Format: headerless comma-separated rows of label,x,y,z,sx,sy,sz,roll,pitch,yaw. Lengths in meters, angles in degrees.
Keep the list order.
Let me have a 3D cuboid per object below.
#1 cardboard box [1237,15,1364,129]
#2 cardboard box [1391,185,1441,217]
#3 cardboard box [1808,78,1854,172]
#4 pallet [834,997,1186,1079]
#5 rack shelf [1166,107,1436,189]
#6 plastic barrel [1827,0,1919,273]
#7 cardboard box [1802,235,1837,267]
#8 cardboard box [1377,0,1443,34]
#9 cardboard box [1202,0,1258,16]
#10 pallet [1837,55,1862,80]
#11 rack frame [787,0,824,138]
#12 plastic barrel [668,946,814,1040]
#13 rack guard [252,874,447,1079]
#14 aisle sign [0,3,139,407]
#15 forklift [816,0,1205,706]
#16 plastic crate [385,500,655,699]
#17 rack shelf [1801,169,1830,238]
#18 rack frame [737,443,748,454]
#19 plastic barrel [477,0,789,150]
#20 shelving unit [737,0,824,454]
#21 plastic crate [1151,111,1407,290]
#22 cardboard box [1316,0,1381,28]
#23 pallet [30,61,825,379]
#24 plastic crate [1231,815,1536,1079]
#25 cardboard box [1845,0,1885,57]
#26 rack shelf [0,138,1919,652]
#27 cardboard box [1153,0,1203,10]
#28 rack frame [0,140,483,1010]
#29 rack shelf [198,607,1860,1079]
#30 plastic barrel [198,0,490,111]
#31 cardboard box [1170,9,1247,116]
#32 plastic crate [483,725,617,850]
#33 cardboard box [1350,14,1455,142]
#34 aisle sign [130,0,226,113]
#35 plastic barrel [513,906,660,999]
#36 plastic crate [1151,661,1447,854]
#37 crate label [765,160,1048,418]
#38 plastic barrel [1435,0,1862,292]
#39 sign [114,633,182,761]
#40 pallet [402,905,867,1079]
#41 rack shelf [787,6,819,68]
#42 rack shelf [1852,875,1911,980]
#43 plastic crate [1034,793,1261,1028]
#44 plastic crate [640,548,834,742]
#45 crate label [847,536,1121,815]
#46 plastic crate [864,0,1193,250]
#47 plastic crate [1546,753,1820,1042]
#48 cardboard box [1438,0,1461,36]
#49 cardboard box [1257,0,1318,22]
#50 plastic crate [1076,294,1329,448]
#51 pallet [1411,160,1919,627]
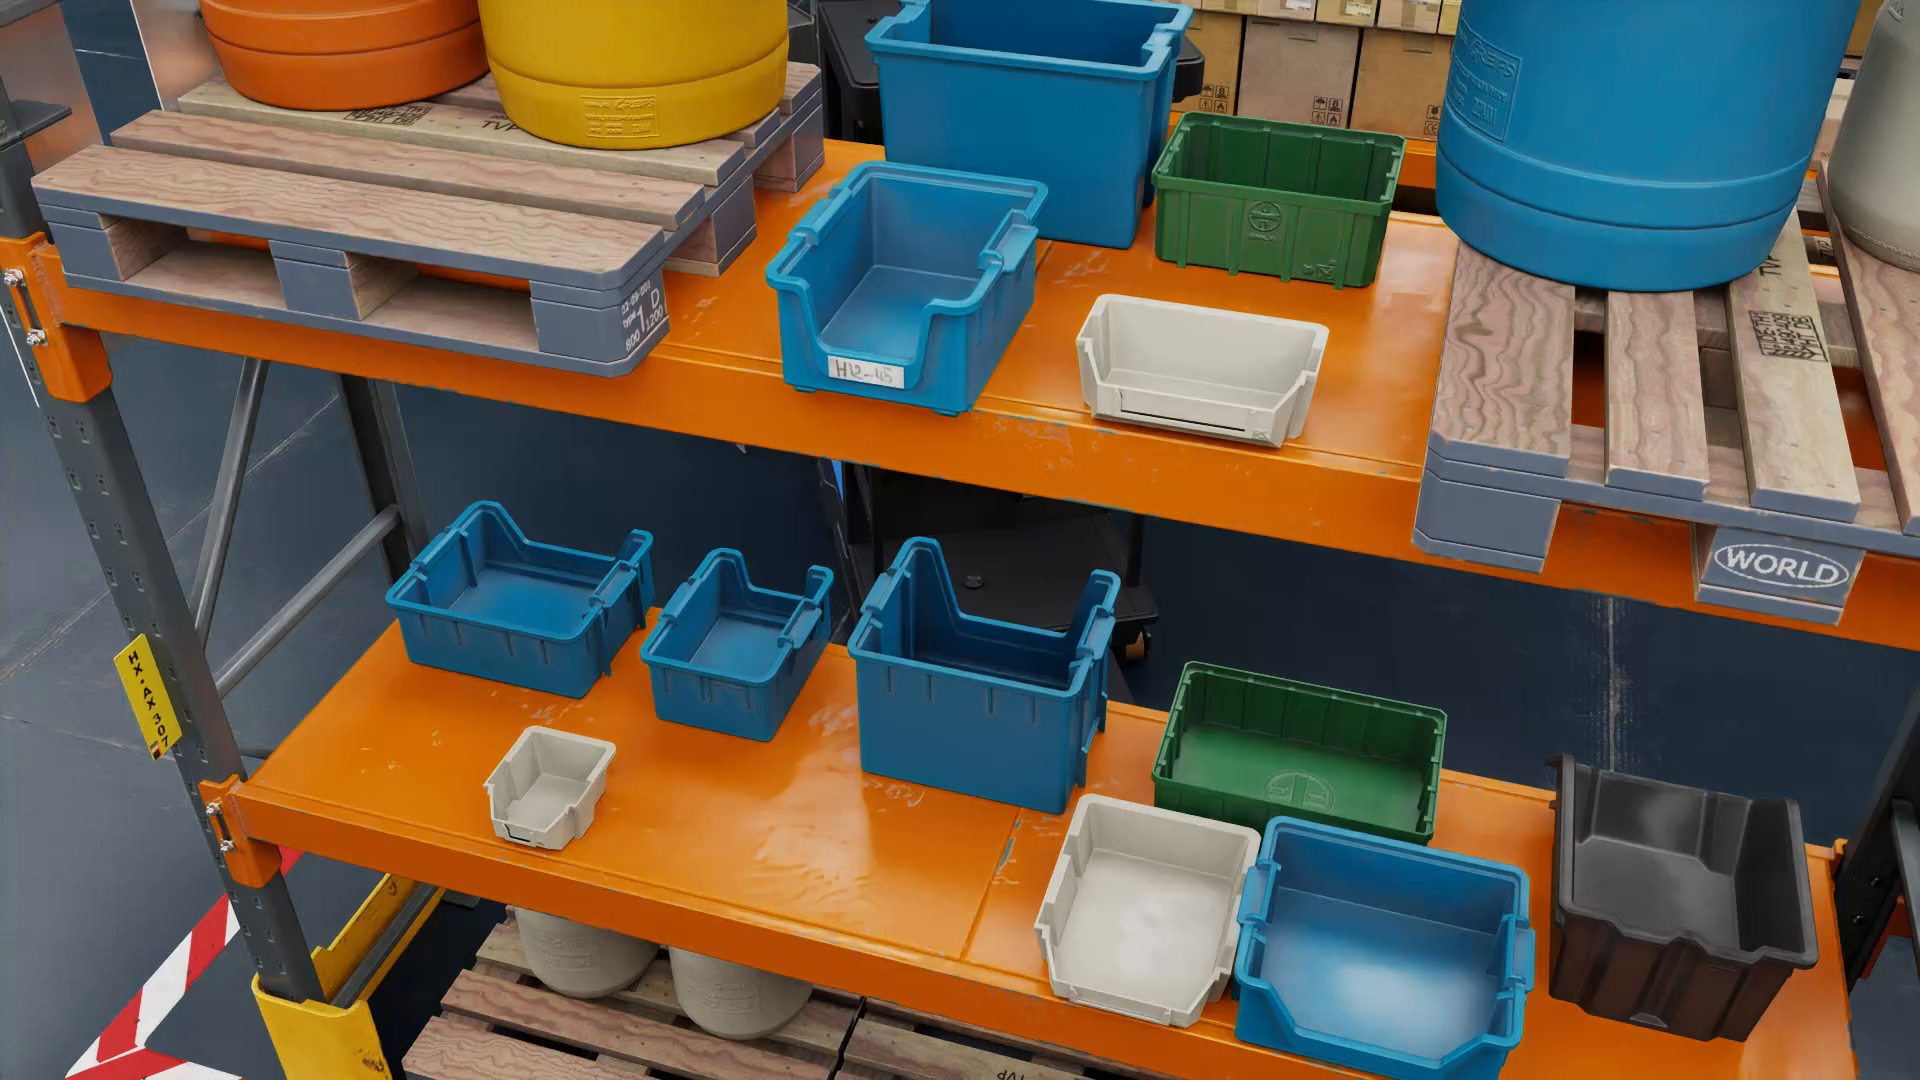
cardboard box,1.631,-2.302,7.762,0.500,0.500,0.700,12,38,15
cardboard box,2.069,-1.420,7.981,0.500,0.500,0.500,10,38,14
cardboard box,4.012,-1.794,7.283,0.500,0.250,0.500,13,38,17
pallet,0.252,1.652,4.828,1.213,0.211,1.003,10,38,14
rack shelf,1.620,-1.980,8.017,4.000,0.370,1.077,10,38,14
plastic barrel,1.696,-0.724,2.724,0.421,0.512,0.421,0,36,0
cardboard box,4.001,-1.295,7.971,0.500,0.311,0.500,10,38,14
cardboard box,1.994,-2.370,7.308,0.250,0.149,0.380,12,38,15
cardboard box,1.251,-2.507,7.494,0.250,0.149,0.380,10,38,13
pallet,5.746,-3.460,11.773,1.213,0.211,1.003,10,38,14
rack frame,-0.698,-1.505,7.523,0.015,2.100,0.400,-21,41,-26
plastic barrel,-0.640,1.173,4.870,0.421,0.512,0.421,0,36,0
rack guard,-1.683,1.172,5.236,0.348,0.500,1.175,10,38,14
aisle sign,-1.925,-0.715,3.498,0.004,0.787,0.394,10,38,14
forklift,0.127,-0.819,5.890,1.130,2.935,3.031,-7,37,-9
plastic crate,-1.202,0.158,4.631,0.616,0.251,0.499,10,38,14
rack shelf,5.438,-1.273,7.056,4.000,0.370,1.077,10,38,14
rack frame,-1.109,-1.348,7.311,0.015,2.100,0.400,-21,41,-26
plastic barrel,-0.643,-1.145,3.231,0.600,0.588,0.600,0,36,0
shelving unit,-0.904,-1.427,7.417,0.503,2.100,0.431,-21,41,-26
plastic crate,0.624,-0.670,3.278,0.450,0.188,0.336,10,38,14
cardboard box,1.740,-2.415,7.369,0.250,0.149,0.380,12,38,15
pallet,-1.009,-0.752,3.370,1.213,0.211,1.003,10,38,14
plastic crate,0.911,0.904,3.617,0.616,0.251,0.499,10,38,14
cardboard box,6.218,-3.707,11.493,0.500,0.500,0.700,10,37,13
rack shelf,0.140,-0.386,3.321,4.000,0.370,1.077,10,38,14
cardboard box,1.007,-2.552,7.555,0.250,0.149,0.380,9,37,12
rack frame,-1.769,0.179,4.477,0.127,3.000,1.000,10,38,14
rack shelf,0.140,0.822,4.210,4.000,0.370,1.077,10,38,14
plastic barrel,-1.268,-1.358,3.317,0.708,0.830,0.600,10,38,14
cardboard box,1.128,-2.393,7.886,0.500,0.500,0.700,11,38,14
plastic crate,-1.011,0.625,4.093,0.250,0.136,0.298,10,38,14
cardboard box,2.121,-2.212,7.640,0.500,0.500,0.700,11,38,15
aisle sign,-1.750,-1.049,3.952,0.004,0.787,0.394,10,38,14
plastic barrel,-1.118,1.085,4.990,0.421,0.512,0.421,0,36,0
plastic crate,0.837,0.571,4.122,0.662,0.188,0.450,10,38,14
crate label,-0.081,-0.452,2.928,0.408,0.251,0.502,10,38,14
plastic barrel,1.131,-0.930,2.675,0.708,0.901,0.600,10,38,14
sign,-1.938,0.378,3.973,0.005,0.325,0.100,10,38,14
pallet,-0.909,1.435,5.122,1.213,0.211,1.003,10,38,14
rack shelf,-0.904,-1.979,7.010,0.480,0.518,0.431,-21,41,-26
rack shelf,3.958,1.529,3.249,4.000,0.370,1.077,10,38,14
plastic crate,0.423,0.848,3.790,0.437,0.136,0.530,10,38,14
plastic crate,-0.584,0.276,4.470,0.408,0.251,0.499,10,38,14
crate label,0.068,0.337,4.232,0.616,0.435,0.502,10,38,14
plastic crate,0.141,-0.856,3.366,0.575,0.384,0.392,10,38,14
plastic crate,1.587,0.746,3.758,0.504,0.338,0.767,10,38,14
cardboard box,2.235,-2.326,7.248,0.250,0.149,0.380,10,38,14
cardboard box,1.488,-2.461,7.432,0.250,0.149,0.380,11,38,14
plastic crate,0.396,-0.271,2.780,0.396,0.136,0.243,10,38,14
pallet,1.331,-0.319,2.781,1.003,0.211,1.213,10,38,14
